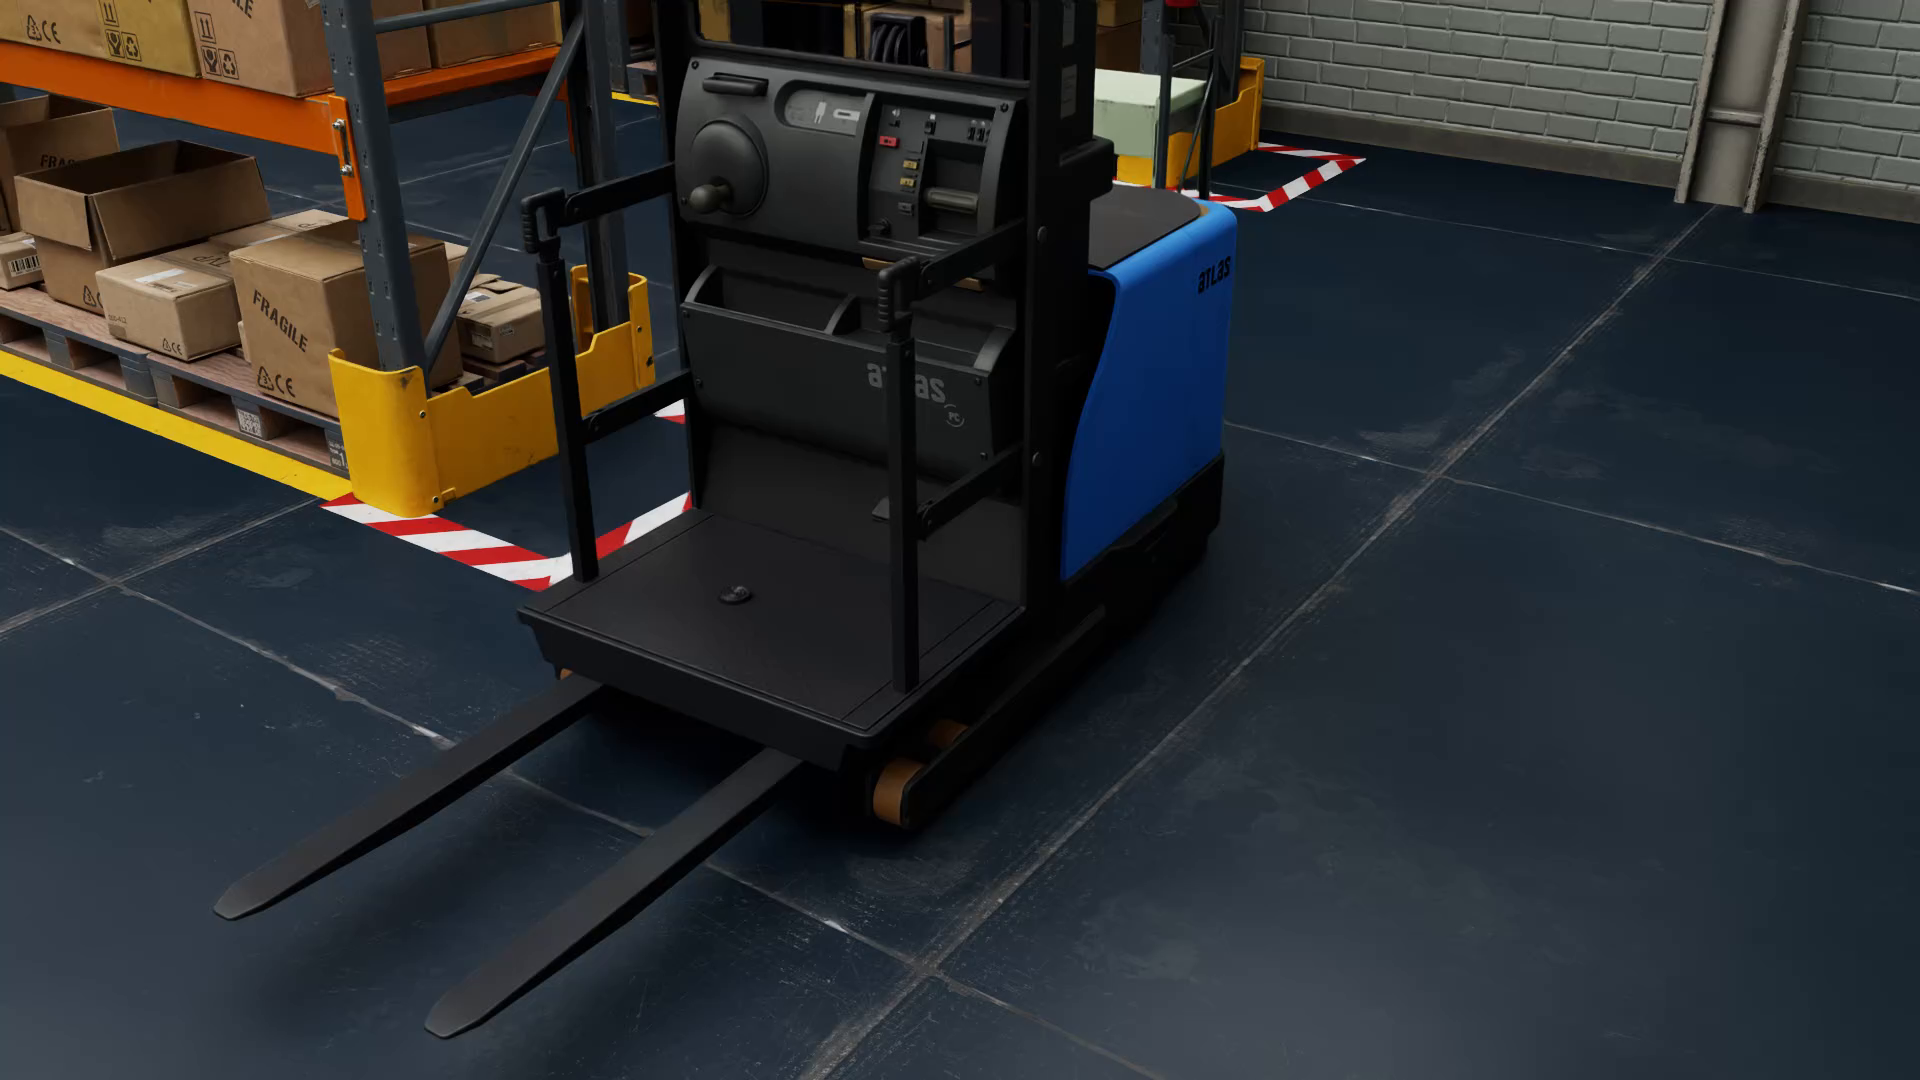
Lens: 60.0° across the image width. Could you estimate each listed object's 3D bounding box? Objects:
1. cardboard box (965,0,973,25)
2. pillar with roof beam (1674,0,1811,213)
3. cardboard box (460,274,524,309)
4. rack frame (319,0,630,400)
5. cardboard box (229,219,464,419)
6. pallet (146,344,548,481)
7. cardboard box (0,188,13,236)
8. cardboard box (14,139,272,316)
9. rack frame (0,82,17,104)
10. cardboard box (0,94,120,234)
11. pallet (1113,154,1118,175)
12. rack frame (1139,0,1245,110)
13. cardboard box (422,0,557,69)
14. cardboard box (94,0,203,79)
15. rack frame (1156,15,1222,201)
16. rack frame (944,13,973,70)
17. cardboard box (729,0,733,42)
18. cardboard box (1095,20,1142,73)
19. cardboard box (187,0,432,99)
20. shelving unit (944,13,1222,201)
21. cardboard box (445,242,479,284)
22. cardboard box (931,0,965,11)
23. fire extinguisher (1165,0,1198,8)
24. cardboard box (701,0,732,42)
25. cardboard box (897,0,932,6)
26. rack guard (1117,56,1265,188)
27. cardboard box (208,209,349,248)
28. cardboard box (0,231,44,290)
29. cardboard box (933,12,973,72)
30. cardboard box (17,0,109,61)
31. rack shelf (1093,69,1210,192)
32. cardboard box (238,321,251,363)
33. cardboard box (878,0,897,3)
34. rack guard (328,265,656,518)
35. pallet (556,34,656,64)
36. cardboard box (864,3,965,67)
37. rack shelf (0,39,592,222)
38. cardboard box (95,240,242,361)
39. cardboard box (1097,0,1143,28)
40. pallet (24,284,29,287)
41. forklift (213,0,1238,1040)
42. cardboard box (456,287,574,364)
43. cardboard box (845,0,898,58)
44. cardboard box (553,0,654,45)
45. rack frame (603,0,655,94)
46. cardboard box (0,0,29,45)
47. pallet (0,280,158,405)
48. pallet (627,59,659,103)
[{"bbox_3d":[0.235,-3.027,9.469,0.250,0.149,0.380,18,32,32],"label":"cardboard box"},{"bbox_3d":[1.566,-4.187,3.555,0.400,9.000,9.100,17,32,30],"label":"pillar with roof beam"},{"bbox_3d":[-1.870,-0.873,6.297,0.250,0.166,0.380,17,32,30],"label":"cardboard box"},{"bbox_3d":[-1.513,-1.639,5.164,0.127,3.000,1.000,17,32,30],"label":"rack frame"},{"bbox_3d":[-2.101,-0.769,5.725,0.500,0.500,0.500,17,32,30],"label":"cardboard box"},{"bbox_3d":[-2.233,-0.620,6.237,1.213,0.211,1.003,17,32,30],"label":"pallet"},{"bbox_3d":[-4.587,-1.476,7.322,0.500,0.311,0.500,17,32,30],"label":"cardboard box"},{"bbox_3d":[-3.259,-1.269,6.705,0.637,0.503,0.797,17,32,30],"label":"cardboard box"},{"bbox_3d":[-4.810,-2.667,7.182,0.127,3.000,1.000,17,32,30],"label":"rack frame"},{"bbox_3d":[-4.180,-1.708,7.571,0.500,0.500,0.500,17,32,30],"label":"cardboard box"},{"bbox_3d":[0.585,-2.426,9.784,1.213,0.211,1.003,17,32,30],"label":"pallet"},{"bbox_3d":[1.288,-3.492,8.805,0.127,3.000,1.000,17,32,30],"label":"rack frame"},{"bbox_3d":[-1.730,-1.896,5.559,0.500,0.500,0.500,18,32,31],"label":"cardboard box"},{"bbox_3d":[-2.466,-1.829,5.427,0.500,0.500,0.500,18,32,31],"label":"cardboard box"},{"bbox_3d":[0.695,-0.864,5.294,0.023,1.500,0.400,15,30,26],"label":"rack frame"},{"bbox_3d":[0.061,-1.030,5.620,0.023,1.500,0.400,15,30,26],"label":"rack frame"},{"bbox_3d":[-1.038,-3.232,10.587,0.500,0.500,0.700,17,32,30],"label":"cardboard box"},{"bbox_3d":[0.655,-2.708,9.557,0.500,0.500,0.700,17,32,30],"label":"cardboard box"},{"bbox_3d":[-2.036,-1.697,5.167,0.500,0.500,0.500,18,32,32],"label":"cardboard box"},{"bbox_3d":[0.378,-0.947,5.457,0.755,1.500,0.431,15,30,26],"label":"shelving unit"},{"bbox_3d":[-2.213,-0.984,6.423,0.500,0.250,0.500,17,32,30],"label":"cardboard box"},{"bbox_3d":[0.037,-3.299,10.003,0.250,0.149,0.380,18,32,31],"label":"cardboard box"},{"bbox_3d":[1.151,-3.080,8.492,0.183,0.674,0.296,17,32,30],"label":"fire extinguisher"},{"bbox_3d":[-1.450,-3.362,10.842,0.500,0.500,0.700,18,32,31],"label":"cardboard box"},{"bbox_3d":[-0.175,-3.364,10.132,0.250,0.149,0.380,18,32,31],"label":"cardboard box"},{"bbox_3d":[1.308,-2.372,9.360,0.348,0.500,1.175,17,32,30],"label":"rack guard"},{"bbox_3d":[-2.625,-1.112,6.675,0.500,0.250,0.500,17,32,30],"label":"cardboard box"},{"bbox_3d":[-3.868,-1.193,6.925,0.250,0.166,0.380,17,32,30],"label":"cardboard box"},{"bbox_3d":[0.242,-2.836,9.809,0.500,0.500,0.700,17,32,30],"label":"cardboard box"},{"bbox_3d":[-2.874,-1.959,5.682,0.500,0.500,0.500,18,32,31],"label":"cardboard box"},{"bbox_3d":[0.378,-1.295,5.280,0.720,0.370,0.431,15,30,26],"label":"rack shelf"},{"bbox_3d":[-2.384,-0.758,6.071,0.250,0.166,0.380,17,32,30],"label":"cardboard box"},{"bbox_3d":[-0.383,-3.430,10.260,0.250,0.149,0.380,17,31,29],"label":"cardboard box"},{"bbox_3d":[-1.576,-0.545,5.769,0.348,0.500,1.175,17,32,30],"label":"rack guard"},{"bbox_3d":[-2.687,-3.447,11.790,1.213,0.211,1.003,17,32,30],"label":"pallet"},{"bbox_3d":[-0.173,-2.965,10.062,0.500,0.500,0.700,16,31,29],"label":"cardboard box"},{"bbox_3d":[-3.162,-1.832,6.336,4.000,0.370,1.077,17,32,30],"label":"rack shelf"},{"bbox_3d":[-2.867,-0.913,6.283,0.500,0.250,0.500,17,32,30],"label":"cardboard box"},{"bbox_3d":[0.871,-3.040,9.493,0.250,0.149,0.380,18,32,31],"label":"cardboard box"},{"bbox_3d":[-4.245,-1.247,7.468,1.213,0.211,1.003,17,32,30],"label":"pallet"},{"bbox_3d":[-0.399,-0.870,3.728,1.130,2.935,3.031,16,31,28],"label":"forklift"},{"bbox_3d":[-1.664,-0.801,6.175,0.250,0.149,0.380,17,32,30],"label":"cardboard box"},{"bbox_3d":[-0.616,-3.099,10.326,0.500,0.500,0.700,18,32,31],"label":"cardboard box"},{"bbox_3d":[-2.618,-3.867,11.448,0.750,0.750,0.750,18,32,31],"label":"cardboard box"},{"bbox_3d":[-2.009,-4.519,10.823,0.127,3.000,1.000,17,32,30],"label":"rack frame"},{"bbox_3d":[-3.289,-2.089,5.937,0.500,0.500,0.500,17,31,30],"label":"cardboard box"},{"bbox_3d":[-3.235,-0.934,6.853,1.213,0.211,1.003,17,32,30],"label":"pallet"},{"bbox_3d":[-1.426,-3.052,11.015,1.213,0.211,1.003,17,32,30],"label":"pallet"}]
